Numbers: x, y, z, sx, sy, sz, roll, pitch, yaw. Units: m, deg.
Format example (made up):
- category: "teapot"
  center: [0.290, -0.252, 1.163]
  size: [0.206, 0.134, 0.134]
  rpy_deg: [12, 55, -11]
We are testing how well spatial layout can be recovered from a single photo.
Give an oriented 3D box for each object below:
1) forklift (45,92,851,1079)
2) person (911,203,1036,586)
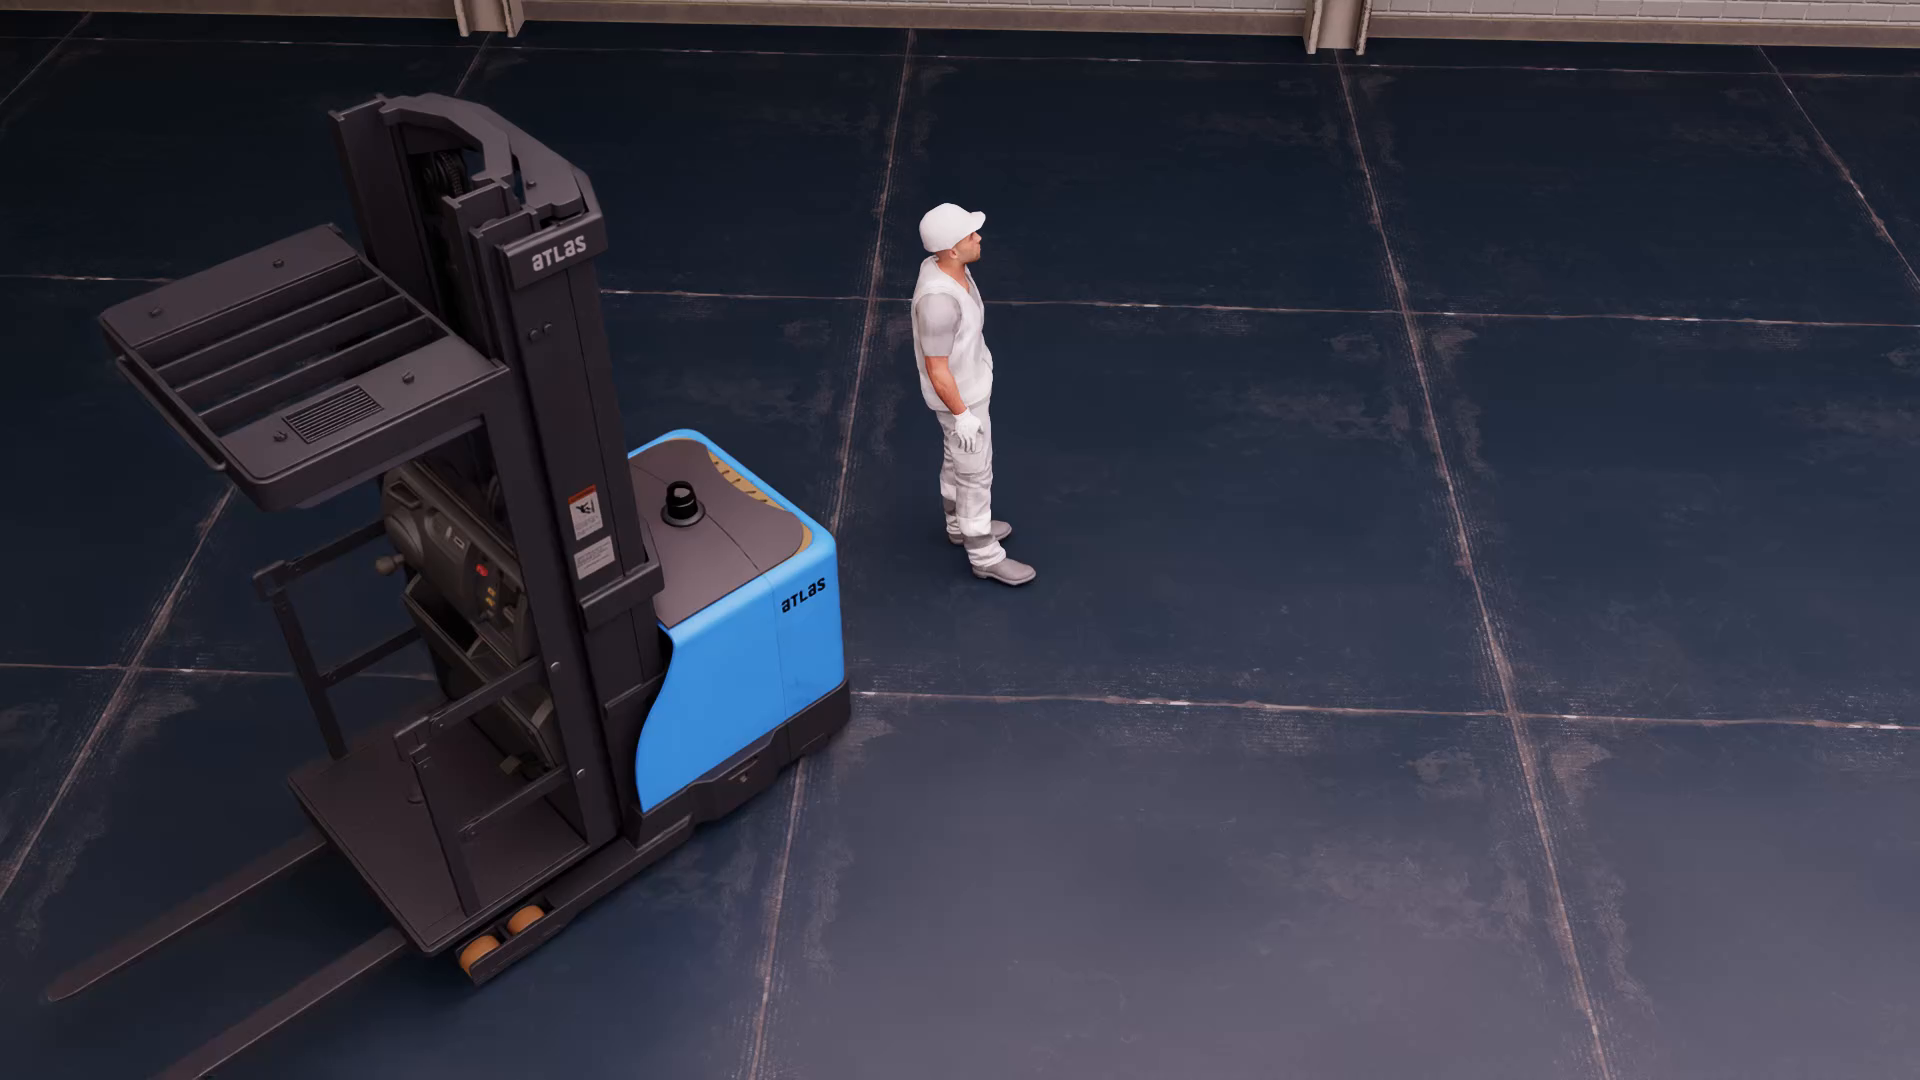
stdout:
- category: "forklift"
  center: [-1.883, 0.141, 5.588]
  size: [3.031, 2.935, 1.130]
  rpy_deg: [-32, 51, -30]
- category: "person"
  center: [0.079, -0.656, 7.297]
  size: [0.564, 1.787, 0.638]
  rpy_deg: [2, 42, 2]
